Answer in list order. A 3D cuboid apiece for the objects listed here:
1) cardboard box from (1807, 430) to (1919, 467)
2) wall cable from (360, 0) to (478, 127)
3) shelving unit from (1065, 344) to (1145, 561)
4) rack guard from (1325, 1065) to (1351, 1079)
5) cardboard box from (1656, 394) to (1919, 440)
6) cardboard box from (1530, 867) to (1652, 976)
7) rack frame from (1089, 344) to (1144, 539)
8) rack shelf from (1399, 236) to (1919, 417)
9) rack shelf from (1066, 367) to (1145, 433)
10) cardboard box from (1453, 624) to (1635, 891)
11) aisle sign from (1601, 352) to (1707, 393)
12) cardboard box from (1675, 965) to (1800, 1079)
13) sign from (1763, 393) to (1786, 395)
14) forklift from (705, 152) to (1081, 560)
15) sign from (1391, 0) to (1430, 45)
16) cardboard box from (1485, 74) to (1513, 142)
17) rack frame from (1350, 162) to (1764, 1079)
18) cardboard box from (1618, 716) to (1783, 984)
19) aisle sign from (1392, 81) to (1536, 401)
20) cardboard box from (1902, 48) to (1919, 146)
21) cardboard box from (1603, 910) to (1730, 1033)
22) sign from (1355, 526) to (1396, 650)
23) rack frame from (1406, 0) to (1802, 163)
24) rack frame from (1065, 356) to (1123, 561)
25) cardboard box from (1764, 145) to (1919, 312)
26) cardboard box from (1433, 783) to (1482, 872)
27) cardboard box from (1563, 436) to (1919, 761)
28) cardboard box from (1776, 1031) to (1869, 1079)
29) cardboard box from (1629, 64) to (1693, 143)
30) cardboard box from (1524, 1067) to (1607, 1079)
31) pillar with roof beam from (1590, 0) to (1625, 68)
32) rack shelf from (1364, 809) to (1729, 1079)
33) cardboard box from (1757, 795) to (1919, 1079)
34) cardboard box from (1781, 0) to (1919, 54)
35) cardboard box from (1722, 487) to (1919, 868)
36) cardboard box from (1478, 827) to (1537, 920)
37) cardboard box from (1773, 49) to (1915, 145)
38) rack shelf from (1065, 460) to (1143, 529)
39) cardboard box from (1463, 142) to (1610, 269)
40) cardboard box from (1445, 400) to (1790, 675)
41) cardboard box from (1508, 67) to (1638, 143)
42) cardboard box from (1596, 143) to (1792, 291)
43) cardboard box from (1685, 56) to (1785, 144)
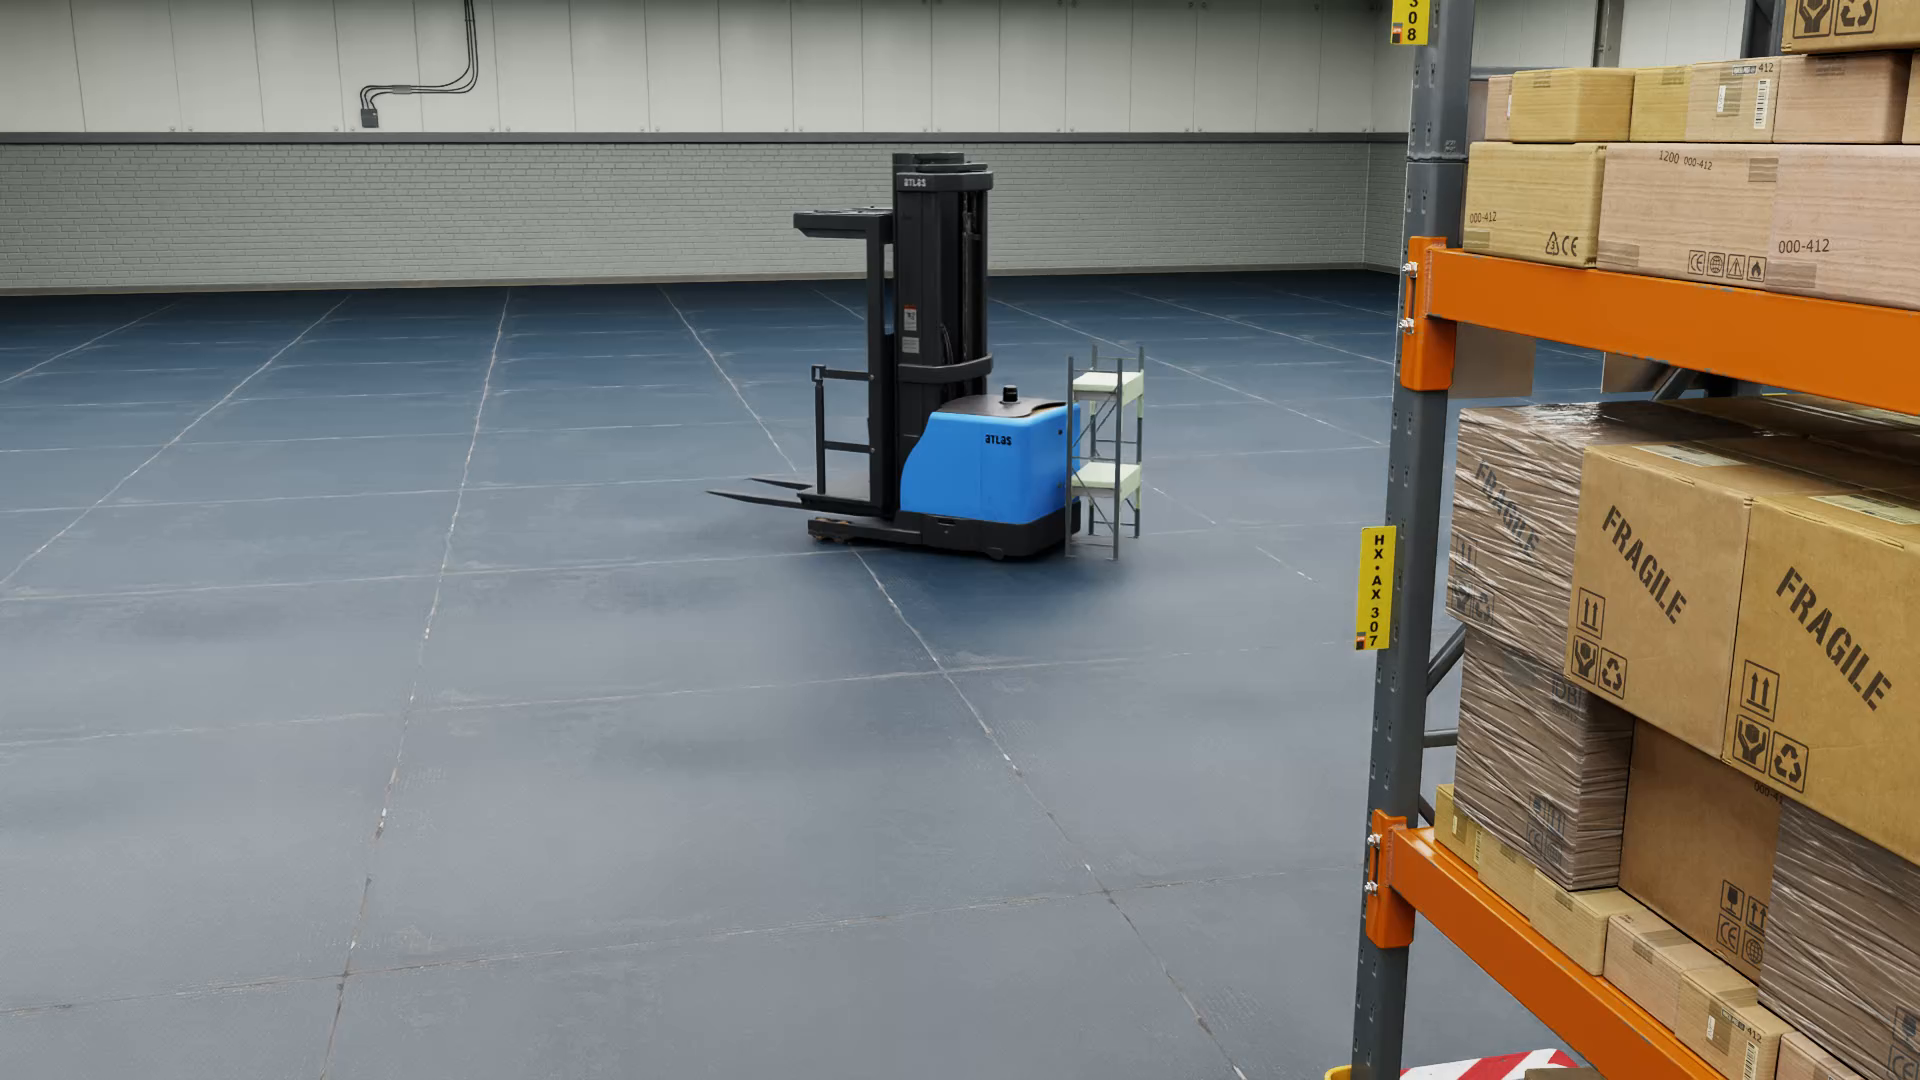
[{"bbox_3d":[2.091,0.064,3.401,0.500,0.500,0.500,-3,14,-13],"label":"cardboard box"},{"bbox_3d":[-10.791,-11.211,32.687,2.305,6.003,0.169,-3,14,-13],"label":"wall cable"},{"bbox_3d":[1.093,-0.674,12.526,0.431,1.500,0.755,4,14,18],"label":"shelving unit"},{"bbox_3d":[1.616,1.746,4.725,1.175,0.500,0.348,-3,14,-13],"label":"rack guard"},{"bbox_3d":[1.968,-0.051,3.871,0.500,0.500,0.500,-3,14,-13],"label":"cardboard box"},{"bbox_3d":[1.518,0.833,3.727,0.380,0.149,0.250,-3,14,-13],"label":"cardboard box"},{"bbox_3d":[1.208,-0.757,12.864,0.400,1.500,0.023,4,14,18],"label":"rack frame"},{"bbox_3d":[2.068,-0.132,2.341,1.077,0.370,4.000,-3,14,-13],"label":"rack shelf"},{"bbox_3d":[1.093,-1.053,12.434,0.431,0.370,0.720,4,14,18],"label":"rack shelf"},{"bbox_3d":[1.701,0.450,3.927,0.875,0.500,0.500,-3,14,-13],"label":"cardboard box"},{"bbox_3d":[1.876,-0.779,4.319,0.394,0.787,0.004,-3,14,-13],"label":"aisle sign"},{"bbox_3d":[1.649,0.948,3.258,0.380,0.149,0.250,-3,14,-13],"label":"cardboard box"},{"bbox_3d":[2.143,-0.228,4.433,0.100,0.325,0.005,-3,14,-13],"label":"sign"},{"bbox_3d":[-0.603,-1.506,12.916,3.031,2.935,1.130,7,16,28],"label":"forklift"},{"bbox_3d":[1.071,-1.337,3.917,0.100,0.325,0.005,-3,14,-13],"label":"sign"},{"bbox_3d":[1.438,-0.987,3.802,0.380,0.149,0.250,-3,14,-14],"label":"cardboard box"},{"bbox_3d":[1.599,0.515,4.500,1.000,3.000,0.127,-3,14,-13],"label":"rack frame"},{"bbox_3d":[1.935,0.559,3.483,0.875,0.500,0.500,-3,14,-13],"label":"cardboard box"},{"bbox_3d":[1.292,-0.746,4.182,0.394,0.787,0.004,-3,14,-13],"label":"aisle sign"},{"bbox_3d":[1.711,-0.685,2.566,0.380,0.149,0.250,-4,14,-16],"label":"cardboard box"},{"bbox_3d":[1.597,0.889,3.495,0.380,0.149,0.250,-3,14,-13],"label":"cardboard box"},{"bbox_3d":[1.071,0.124,4.274,0.100,0.325,0.005,-3,14,-13],"label":"sign"},{"bbox_3d":[1.599,-2.400,3.788,1.000,3.000,0.127,-3,14,-13],"label":"rack frame"},{"bbox_3d":[0.979,-0.592,12.188,0.400,1.500,0.023,4,14,18],"label":"rack frame"},{"bbox_3d":[1.700,-0.511,2.694,0.500,0.250,0.500,-3,14,-13],"label":"cardboard box"},{"bbox_3d":[1.434,0.716,4.207,0.380,0.149,0.250,-3,14,-13],"label":"cardboard box"},{"bbox_3d":[1.573,0.094,3.279,0.500,0.500,0.500,-3,14,-13],"label":"cardboard box"},{"bbox_3d":[1.734,1.004,3.028,0.380,0.149,0.250,-3,14,-13],"label":"cardboard box"},{"bbox_3d":[1.584,-0.870,3.325,0.380,0.149,0.250,-4,14,-14],"label":"cardboard box"},{"bbox_3d":[1.729,1.670,4.154,0.500,0.500,0.500,-1,14,-3],"label":"cardboard box"},{"bbox_3d":[7.227,-8.411,28.395,9.100,9.000,0.400,-3,14,-13],"label":"pillar with roof beam"},{"bbox_3d":[2.068,1.326,2.697,1.077,0.370,4.000,-3,14,-13],"label":"rack shelf"},{"bbox_3d":[2.010,0.676,3.001,0.875,0.500,0.500,-3,14,-13],"label":"cardboard box"},{"bbox_3d":[1.685,-1.021,2.574,0.500,0.500,0.500,-3,14,-13],"label":"cardboard box"},{"bbox_3d":[1.692,0.209,2.807,0.500,0.500,0.500,-3,14,-13],"label":"cardboard box"},{"bbox_3d":[1.474,0.774,3.966,0.380,0.149,0.250,-3,14,-13],"label":"cardboard box"},{"bbox_3d":[1.632,-0.747,2.821,0.380,0.149,0.250,-3,14,-13],"label":"cardboard box"},{"bbox_3d":[1.093,-0.357,12.604,0.431,0.370,0.720,4,14,18],"label":"rack shelf"},{"bbox_3d":[1.460,-0.744,3.648,0.500,0.250,0.500,-3,14,-12],"label":"cardboard box"},{"bbox_3d":[1.463,-0.022,3.753,0.500,0.500,0.500,-3,14,-13],"label":"cardboard box"},{"bbox_3d":[1.405,-0.922,3.535,0.380,0.149,0.250,-3,14,-12],"label":"cardboard box"},{"bbox_3d":[1.588,-0.625,3.162,0.500,0.250,0.500,-4,14,-14],"label":"cardboard box"},{"bbox_3d":[1.579,-0.803,3.051,0.380,0.149,0.250,-3,14,-11],"label":"cardboard box"}]
